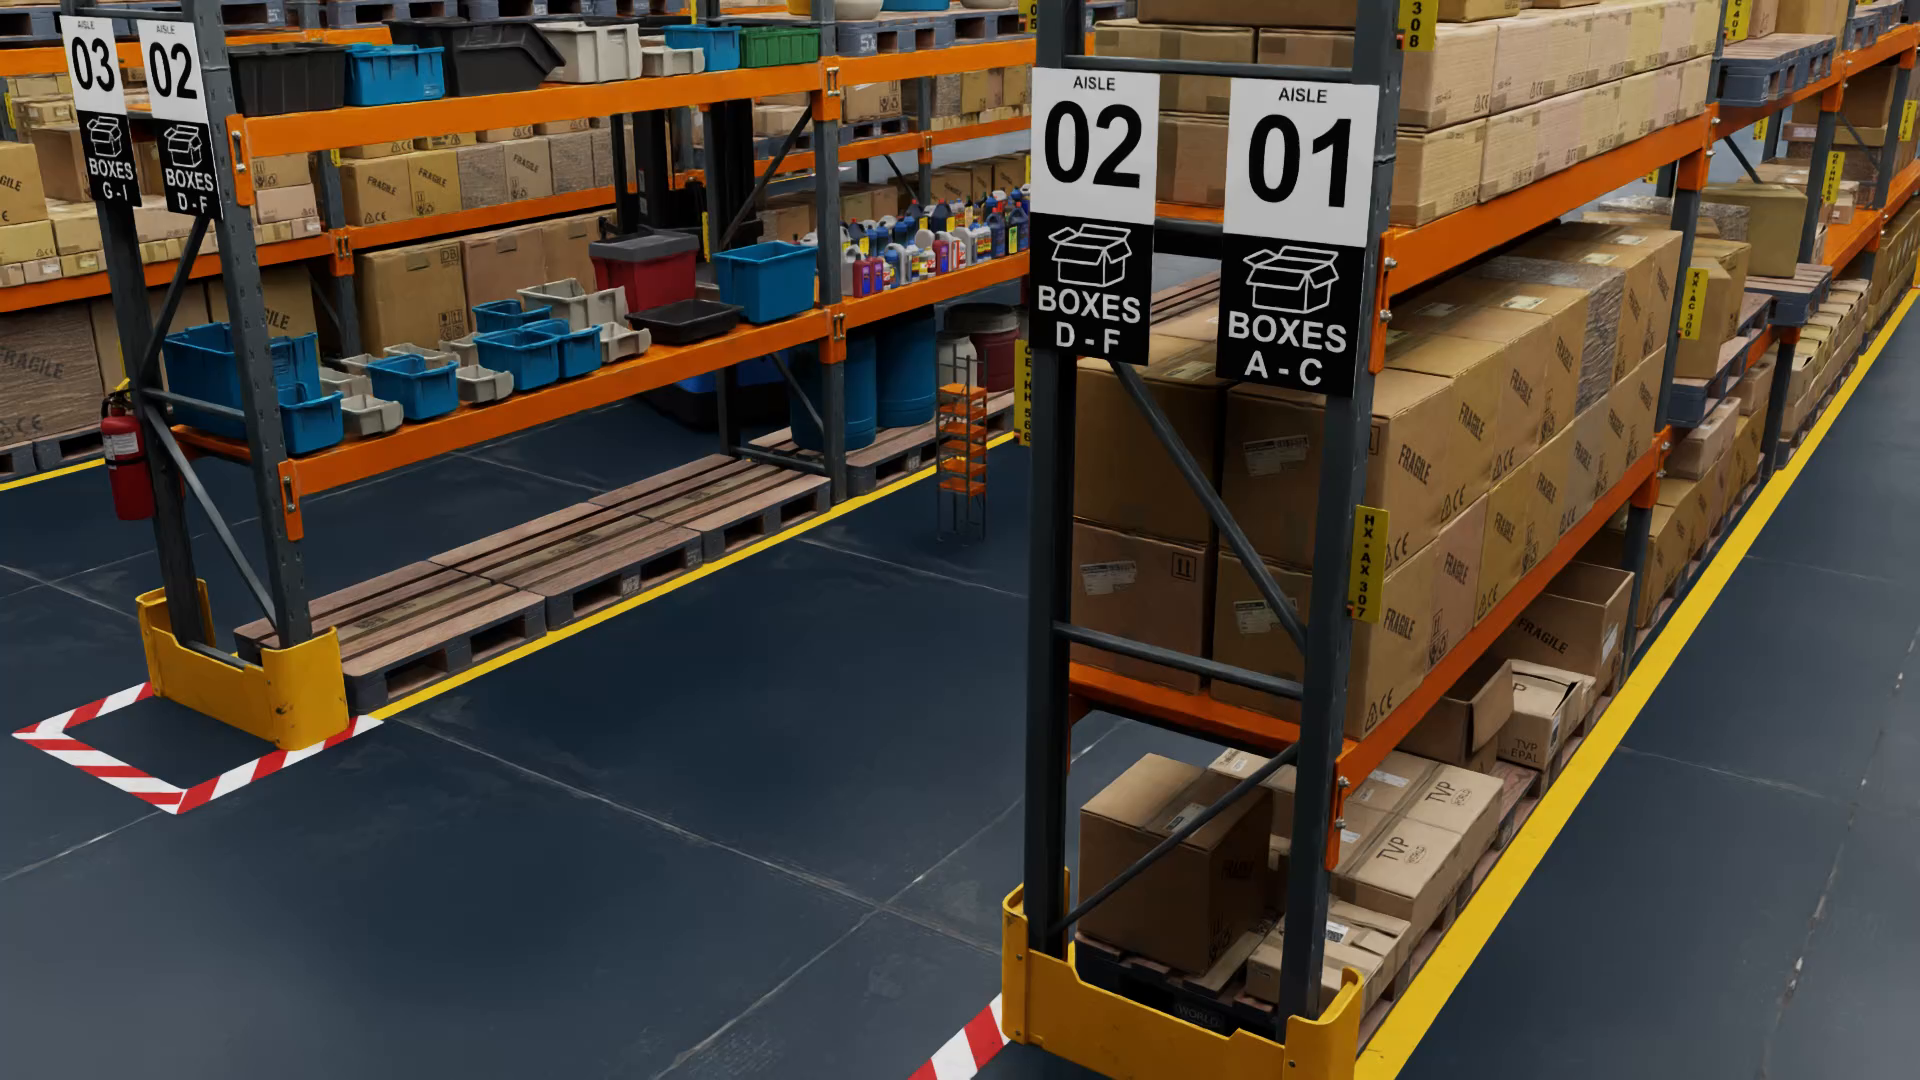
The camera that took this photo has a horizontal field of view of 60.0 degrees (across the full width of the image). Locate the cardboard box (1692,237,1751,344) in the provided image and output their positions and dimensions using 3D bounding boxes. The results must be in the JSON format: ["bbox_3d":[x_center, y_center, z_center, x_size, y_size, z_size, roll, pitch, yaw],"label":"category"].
[{"bbox_3d":[3.688,-1.326,8.777,0.700,0.500,0.500,18,27,40],"label":"cardboard box"}]

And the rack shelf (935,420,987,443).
[{"bbox_3d":[0.008,-0.638,10.042,0.258,0.103,0.180,13,24,32],"label":"rack shelf"}]

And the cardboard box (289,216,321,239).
[{"bbox_3d":[-5.189,-2.444,12.911,0.380,0.149,0.250,13,24,32],"label":"cardboard box"}]

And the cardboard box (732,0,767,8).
[{"bbox_3d":[-2.276,-5.430,16.513,0.500,0.250,0.500,14,24,33],"label":"cardboard box"}]

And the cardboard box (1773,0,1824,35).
[{"bbox_3d":[4.355,-2.954,9.461,0.910,0.500,0.500,13,24,32],"label":"cardboard box"}]

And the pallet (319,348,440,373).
[{"bbox_3d":[-4.917,-1.642,14.399,1.003,0.211,1.213,13,24,32],"label":"pallet"}]

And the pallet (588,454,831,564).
[{"bbox_3d":[-1.573,-0.221,10.558,1.003,0.211,1.213,13,24,32],"label":"pallet"}]

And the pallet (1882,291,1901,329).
[{"bbox_3d":[8.567,-2.339,16.285,1.003,0.211,1.213,13,24,32],"label":"pallet"}]

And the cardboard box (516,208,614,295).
[{"bbox_3d":[-3.952,-2.613,15.463,1.225,0.875,0.875,13,24,32],"label":"cardboard box"}]

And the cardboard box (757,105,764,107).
[{"bbox_3d":[-3.407,-5.893,24.330,0.875,0.875,0.875,13,24,31],"label":"cardboard box"}]

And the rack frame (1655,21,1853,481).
[{"bbox_3d":[5.151,-1.928,11.154,1.000,3.000,0.127,13,24,32],"label":"rack frame"}]

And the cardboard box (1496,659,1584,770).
[{"bbox_3d":[2.395,0.708,7.268,0.500,0.311,0.500,13,24,32],"label":"cardboard box"}]

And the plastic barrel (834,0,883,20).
[{"bbox_3d":[-0.689,-3.517,10.325,0.433,0.535,0.433,0,20,0],"label":"plastic barrel"}]

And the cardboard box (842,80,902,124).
[{"bbox_3d":[-1.353,-5.286,18.763,1.000,1.000,1.000,13,24,32],"label":"cardboard box"}]

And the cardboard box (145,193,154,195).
[{"bbox_3d":[-6.053,-2.557,12.642,0.500,0.250,0.500,13,24,32],"label":"cardboard box"}]

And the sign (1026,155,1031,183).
[{"bbox_3d":[0.598,-3.077,14.024,0.100,0.325,0.005,13,24,32],"label":"sign"}]

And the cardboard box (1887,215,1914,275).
[{"bbox_3d":[8.761,-2.838,15.890,0.500,0.500,0.500,13,24,32],"label":"cardboard box"}]

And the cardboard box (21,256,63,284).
[{"bbox_3d":[-6.343,-1.855,11.318,0.380,0.149,0.250,13,24,31],"label":"cardboard box"}]

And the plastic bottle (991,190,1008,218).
[{"bbox_3d":[0.286,-2.643,13.265,0.152,0.276,0.135,13,24,32],"label":"plastic bottle"}]

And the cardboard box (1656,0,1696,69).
[{"bbox_3d":[2.570,-2.016,6.563,0.500,0.250,0.500,13,24,32],"label":"cardboard box"}]

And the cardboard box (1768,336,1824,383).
[{"bbox_3d":[5.977,-1.344,12.124,0.500,0.311,0.500,13,24,31],"label":"cardboard box"}]

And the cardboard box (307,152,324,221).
[{"bbox_3d":[-5.251,-2.948,13.766,0.500,0.500,0.500,13,24,32],"label":"cardboard box"}]

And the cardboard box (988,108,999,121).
[{"bbox_3d":[0.261,-5.257,20.516,0.380,0.149,0.250,13,24,32],"label":"cardboard box"}]

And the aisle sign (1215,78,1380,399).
[{"bbox_3d":[0.859,-0.775,4.289,0.394,0.787,0.004,13,24,32],"label":"aisle sign"}]

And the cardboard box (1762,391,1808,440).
[{"bbox_3d":[5.689,-0.928,11.809,0.500,0.250,0.500,13,24,32],"label":"cardboard box"}]

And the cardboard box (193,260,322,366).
[{"bbox_3d":[-5.725,-1.740,13.103,0.875,0.875,0.875,13,24,32],"label":"cardboard box"}]

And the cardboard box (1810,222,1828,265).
[{"bbox_3d":[5.814,-2.105,11.761,0.500,0.311,0.500,13,24,31],"label":"cardboard box"}]

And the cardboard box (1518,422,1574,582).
[{"bbox_3d":[1.974,-0.191,6.314,0.500,0.500,0.500,14,24,33],"label":"cardboard box"}]

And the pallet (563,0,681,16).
[{"bbox_3d":[-3.358,-4.984,15.364,1.213,0.211,1.003,15,25,34],"label":"pallet"}]

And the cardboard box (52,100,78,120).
[{"bbox_3d":[-8.580,-4.172,16.120,0.380,0.149,0.250,14,25,33],"label":"cardboard box"}]

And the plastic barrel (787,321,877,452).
[{"bbox_3d":[-0.872,-1.113,11.370,0.600,0.901,0.708,13,24,32],"label":"plastic barrel"}]

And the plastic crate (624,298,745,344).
[{"bbox_3d":[-1.599,-1.273,9.693,0.437,0.125,0.590,13,24,32],"label":"plastic crate"}]

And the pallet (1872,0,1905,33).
[{"bbox_3d":[6.915,-4.137,13.078,0.805,0.209,1.217,12,24,30],"label":"pallet"}]

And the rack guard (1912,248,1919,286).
[{"bbox_3d":[9.662,-3.058,17.811,1.175,0.500,0.348,13,24,32],"label":"rack guard"}]

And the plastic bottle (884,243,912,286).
[{"bbox_3d":[-0.411,-1.853,11.129,0.152,0.276,0.135,13,24,32],"label":"plastic bottle"}]

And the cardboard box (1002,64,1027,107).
[{"bbox_3d":[0.336,-5.747,20.906,0.875,0.500,0.500,13,24,32],"label":"cardboard box"}]

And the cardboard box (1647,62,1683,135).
[{"bbox_3d":[2.560,-1.784,6.657,0.500,0.250,0.500,13,24,32],"label":"cardboard box"}]

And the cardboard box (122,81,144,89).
[{"bbox_3d":[-10.899,-5.930,21.729,0.380,0.149,0.250,12,23,29],"label":"cardboard box"}]

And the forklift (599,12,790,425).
[{"bbox_3d":[-2.308,-2.700,13.339,1.130,2.935,3.031,-12,23,-29],"label":"forklift"}]

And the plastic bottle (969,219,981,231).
[{"bbox_3d":[0.112,-2.190,12.046,0.097,0.271,0.097,0,20,0],"label":"plastic bottle"}]

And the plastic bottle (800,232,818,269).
[{"bbox_3d":[-1.032,-1.970,11.446,0.152,0.276,0.135,13,24,32],"label":"plastic bottle"}]

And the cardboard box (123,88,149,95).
[{"bbox_3d":[-8.536,-4.595,17.262,0.380,0.149,0.250,12,23,29],"label":"cardboard box"}]

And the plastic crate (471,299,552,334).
[{"bbox_3d":[-2.498,-1.189,9.309,0.416,0.233,0.300,13,24,32],"label":"plastic crate"}]

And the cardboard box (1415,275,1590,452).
[{"bbox_3d":[1.979,-0.664,6.152,0.500,0.500,0.500,13,24,31],"label":"cardboard box"}]

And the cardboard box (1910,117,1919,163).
[{"bbox_3d":[9.375,-4.139,16.986,0.700,0.500,0.500,13,24,32],"label":"cardboard box"}]

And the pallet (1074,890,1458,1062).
[{"bbox_3d":[1.144,1.425,6.110,1.003,0.211,1.213,13,24,32],"label":"pallet"}]

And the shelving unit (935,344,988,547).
[{"bbox_3d":[0.008,-0.567,10.068,0.258,1.200,0.189,13,24,32],"label":"shelving unit"}]

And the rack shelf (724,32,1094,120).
[{"bbox_3d":[-0.068,-3.391,11.821,1.077,0.370,4.000,13,24,32],"label":"rack shelf"}]

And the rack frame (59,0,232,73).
[{"bbox_3d":[-3.440,-3.413,6.522,1.000,3.000,0.127,13,24,32],"label":"rack frame"}]

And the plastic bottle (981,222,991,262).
[{"bbox_3d":[0.177,-2.134,11.895,0.097,0.271,0.097,0,20,0],"label":"plastic bottle"}]

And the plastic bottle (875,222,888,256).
[{"bbox_3d":[-0.559,-2.132,11.891,0.097,0.271,0.097,0,20,0],"label":"plastic bottle"}]

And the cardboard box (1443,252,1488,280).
[{"bbox_3d":[1.826,-0.920,6.844,0.500,0.500,0.500,12,24,30],"label":"cardboard box"}]

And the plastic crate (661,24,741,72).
[{"bbox_3d":[-1.440,-2.752,9.300,0.416,0.233,0.300,13,24,32],"label":"plastic crate"}]

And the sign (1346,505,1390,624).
[{"bbox_3d":[1.103,0.067,4.512,0.100,0.325,0.005,13,24,32],"label":"sign"}]

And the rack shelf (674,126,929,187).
[{"bbox_3d":[-1.915,-4.097,18.056,1.077,0.370,4.000,13,24,32],"label":"rack shelf"}]

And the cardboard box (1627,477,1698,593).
[{"bbox_3d":[3.667,-0.061,9.075,0.500,0.500,0.500,14,24,33],"label":"cardboard box"}]

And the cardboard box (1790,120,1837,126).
[{"bbox_3d":[7.516,-3.617,14.641,0.380,0.149,0.250,13,24,31],"label":"cardboard box"}]

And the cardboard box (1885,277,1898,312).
[{"bbox_3d":[8.482,-2.342,15.631,0.500,0.250,0.500,13,24,32],"label":"cardboard box"}]

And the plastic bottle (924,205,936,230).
[{"bbox_3d":[-0.233,-2.378,12.549,0.152,0.276,0.135,13,24,32],"label":"plastic bottle"}]
